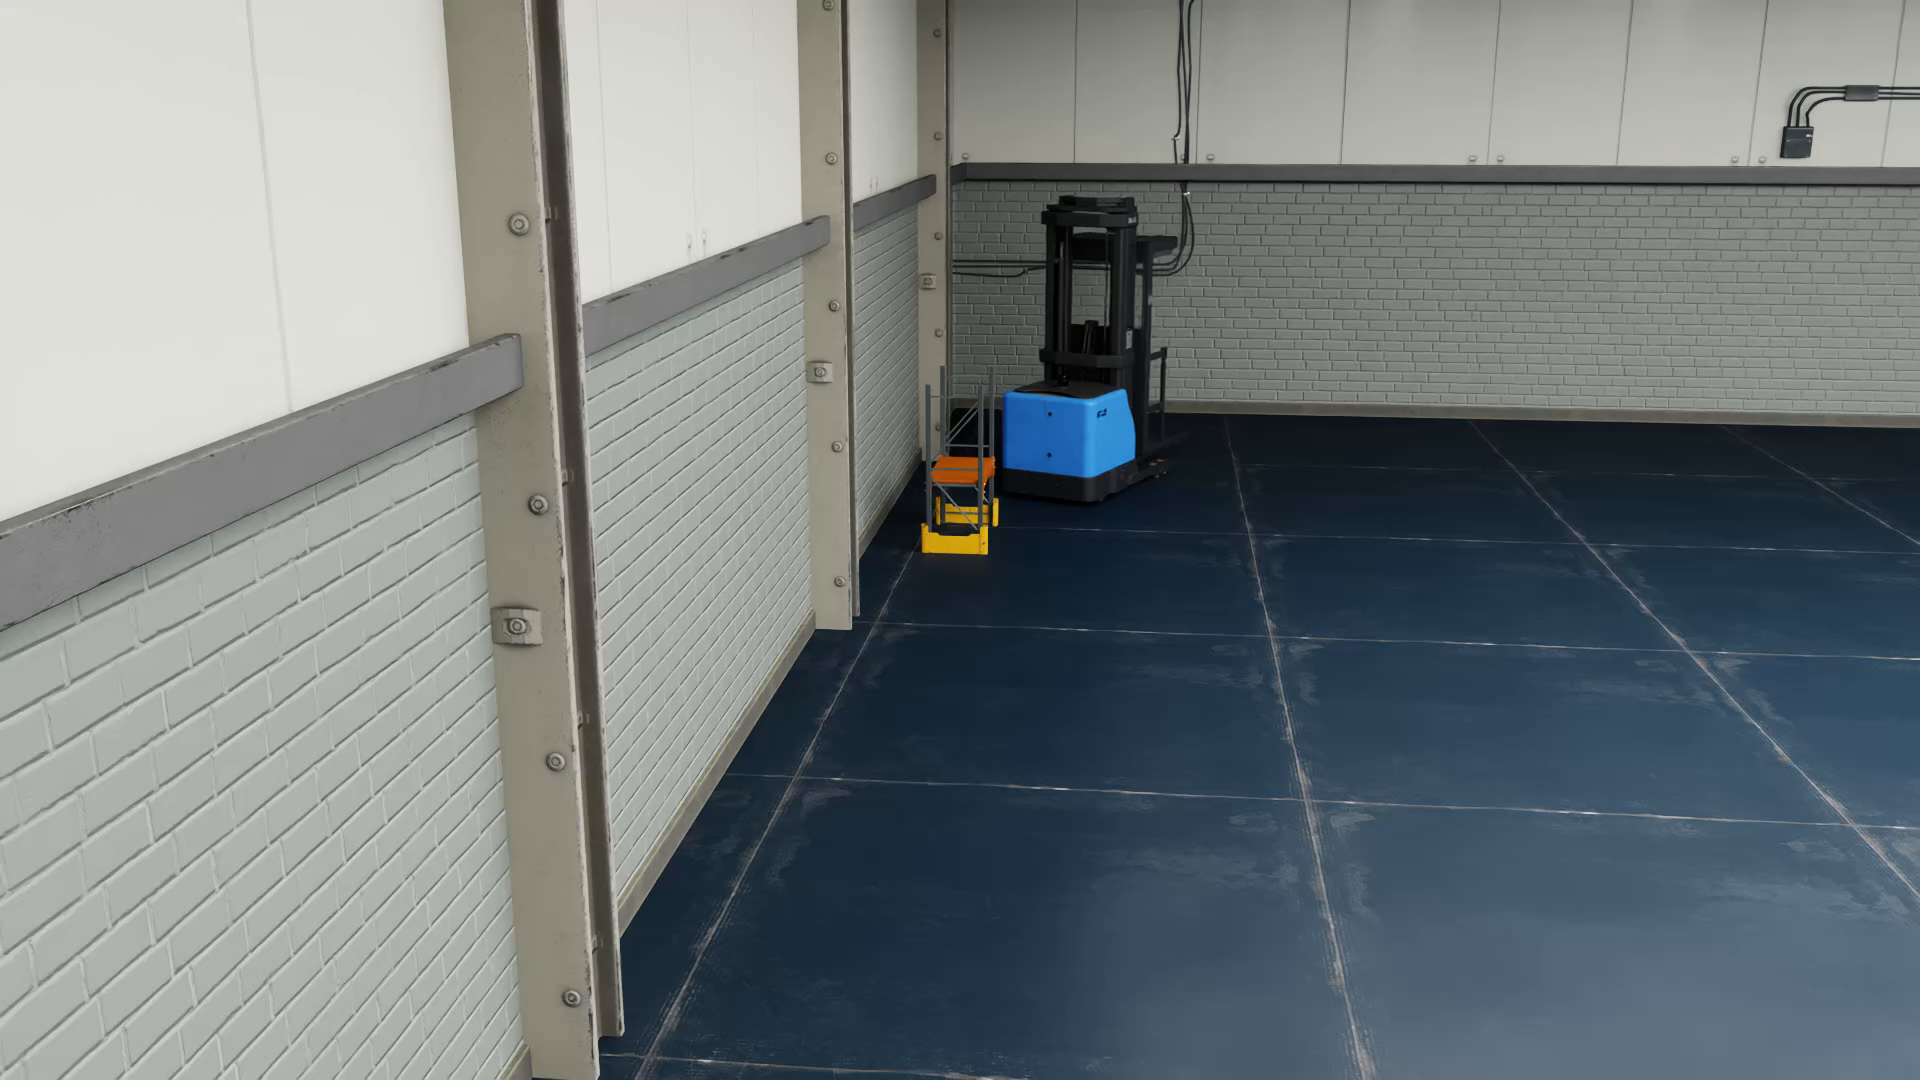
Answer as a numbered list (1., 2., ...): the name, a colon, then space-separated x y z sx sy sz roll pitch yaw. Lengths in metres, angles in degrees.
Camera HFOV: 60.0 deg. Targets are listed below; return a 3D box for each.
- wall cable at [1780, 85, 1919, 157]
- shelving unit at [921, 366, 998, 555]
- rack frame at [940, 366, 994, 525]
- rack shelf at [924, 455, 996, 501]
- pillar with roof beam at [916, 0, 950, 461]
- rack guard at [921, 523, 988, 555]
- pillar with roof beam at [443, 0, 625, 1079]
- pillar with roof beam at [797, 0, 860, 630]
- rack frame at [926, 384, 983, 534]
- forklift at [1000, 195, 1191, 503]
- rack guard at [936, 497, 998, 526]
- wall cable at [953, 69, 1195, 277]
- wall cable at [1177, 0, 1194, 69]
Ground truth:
1. wall cable: 10.794 -7.356 18.610 2.305 6.003 0.169 2 15 6
2. shelving unit: 0.009 -0.744 15.039 0.587 1.500 1.083 2 15 6
3. rack frame: 0.067 -0.878 15.536 0.500 1.500 0.032 2 15 6
4. rack shelf: 0.010 -0.572 15.095 0.538 0.185 1.000 2 15 6
5. pillar with roof beam: 3.994 -5.146 16.952 9.100 9.000 0.400 2 15 6
6. rack guard: -0.048 -0.011 14.725 0.587 0.250 0.087 2 15 6
7. pillar with roof beam: 2.640 -2.033 5.442 9.100 9.000 0.400 2 15 6
8. pillar with roof beam: 3.317 -3.590 11.197 9.100 9.000 0.400 2 15 6
9. rack frame: -0.048 -0.614 14.561 0.500 1.500 0.032 2 15 6
10. forklift: 1.574 -2.119 17.382 1.130 2.935 3.031 8 17 28
11. rack guard: 0.065 -0.270 15.680 0.587 0.250 0.087 2 15 6
12. wall cable: 1.363 -4.499 20.508 3.097 2.526 0.112 2 15 6
13. wall cable: 4.051 -6.857 19.554 3.097 2.526 0.112 2 15 6
